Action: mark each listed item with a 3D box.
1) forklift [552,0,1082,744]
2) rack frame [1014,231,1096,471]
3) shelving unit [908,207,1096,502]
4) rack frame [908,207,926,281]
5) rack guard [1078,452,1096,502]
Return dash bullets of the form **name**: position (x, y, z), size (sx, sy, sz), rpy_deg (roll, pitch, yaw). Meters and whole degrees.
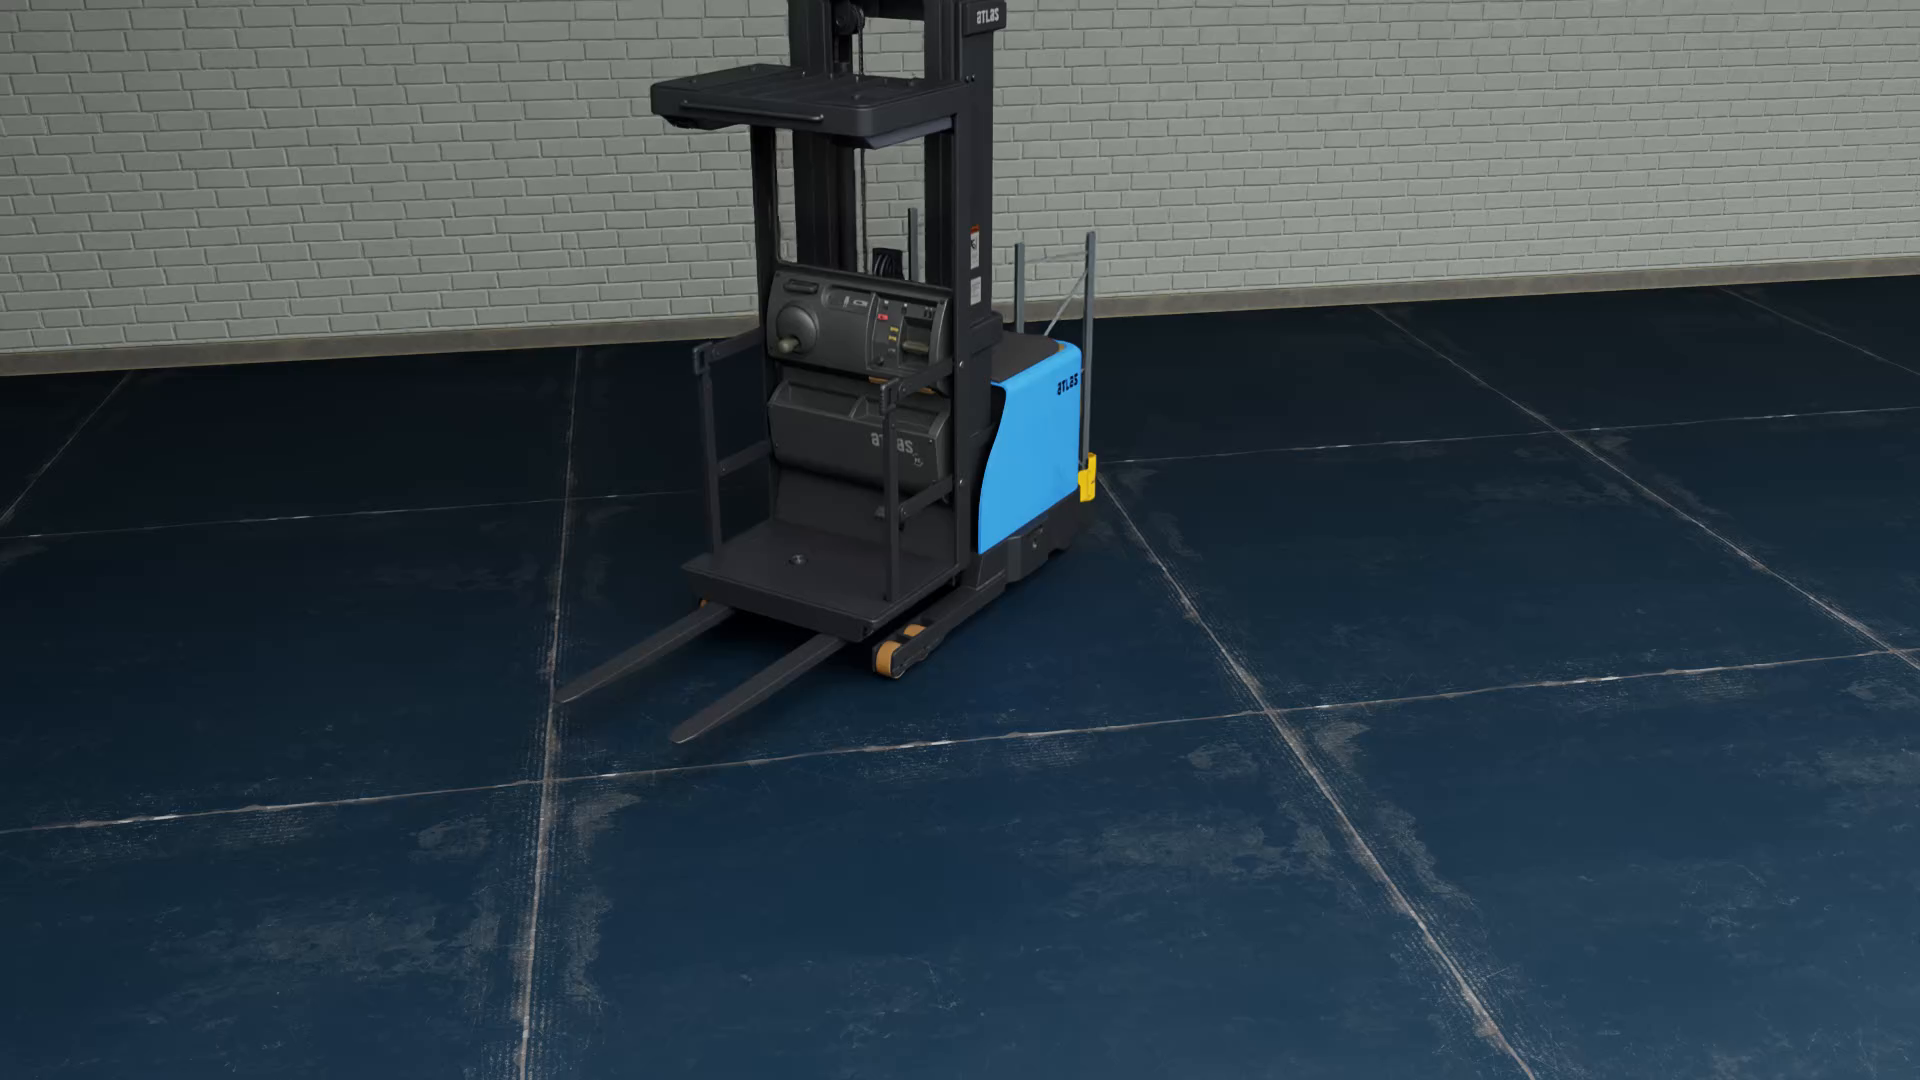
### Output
- **forklift**: position (-0.575, -0.942, 7.245), size (1.130, 2.935, 3.031), rpy_deg (14, 27, 29)
- **rack frame**: position (0.494, -0.871, 8.870), size (0.500, 1.500, 0.032), rpy_deg (-15, 28, -31)
- **shelving unit**: position (0.216, -1.037, 9.250), size (0.587, 1.500, 1.083), rpy_deg (-15, 28, -31)
- **rack frame**: position (-0.071, -1.209, 9.644), size (0.500, 1.500, 0.032), rpy_deg (-15, 28, -31)
- **rack guard**: position (0.493, -0.298, 9.121), size (0.587, 0.250, 0.087), rpy_deg (-15, 28, -31)
